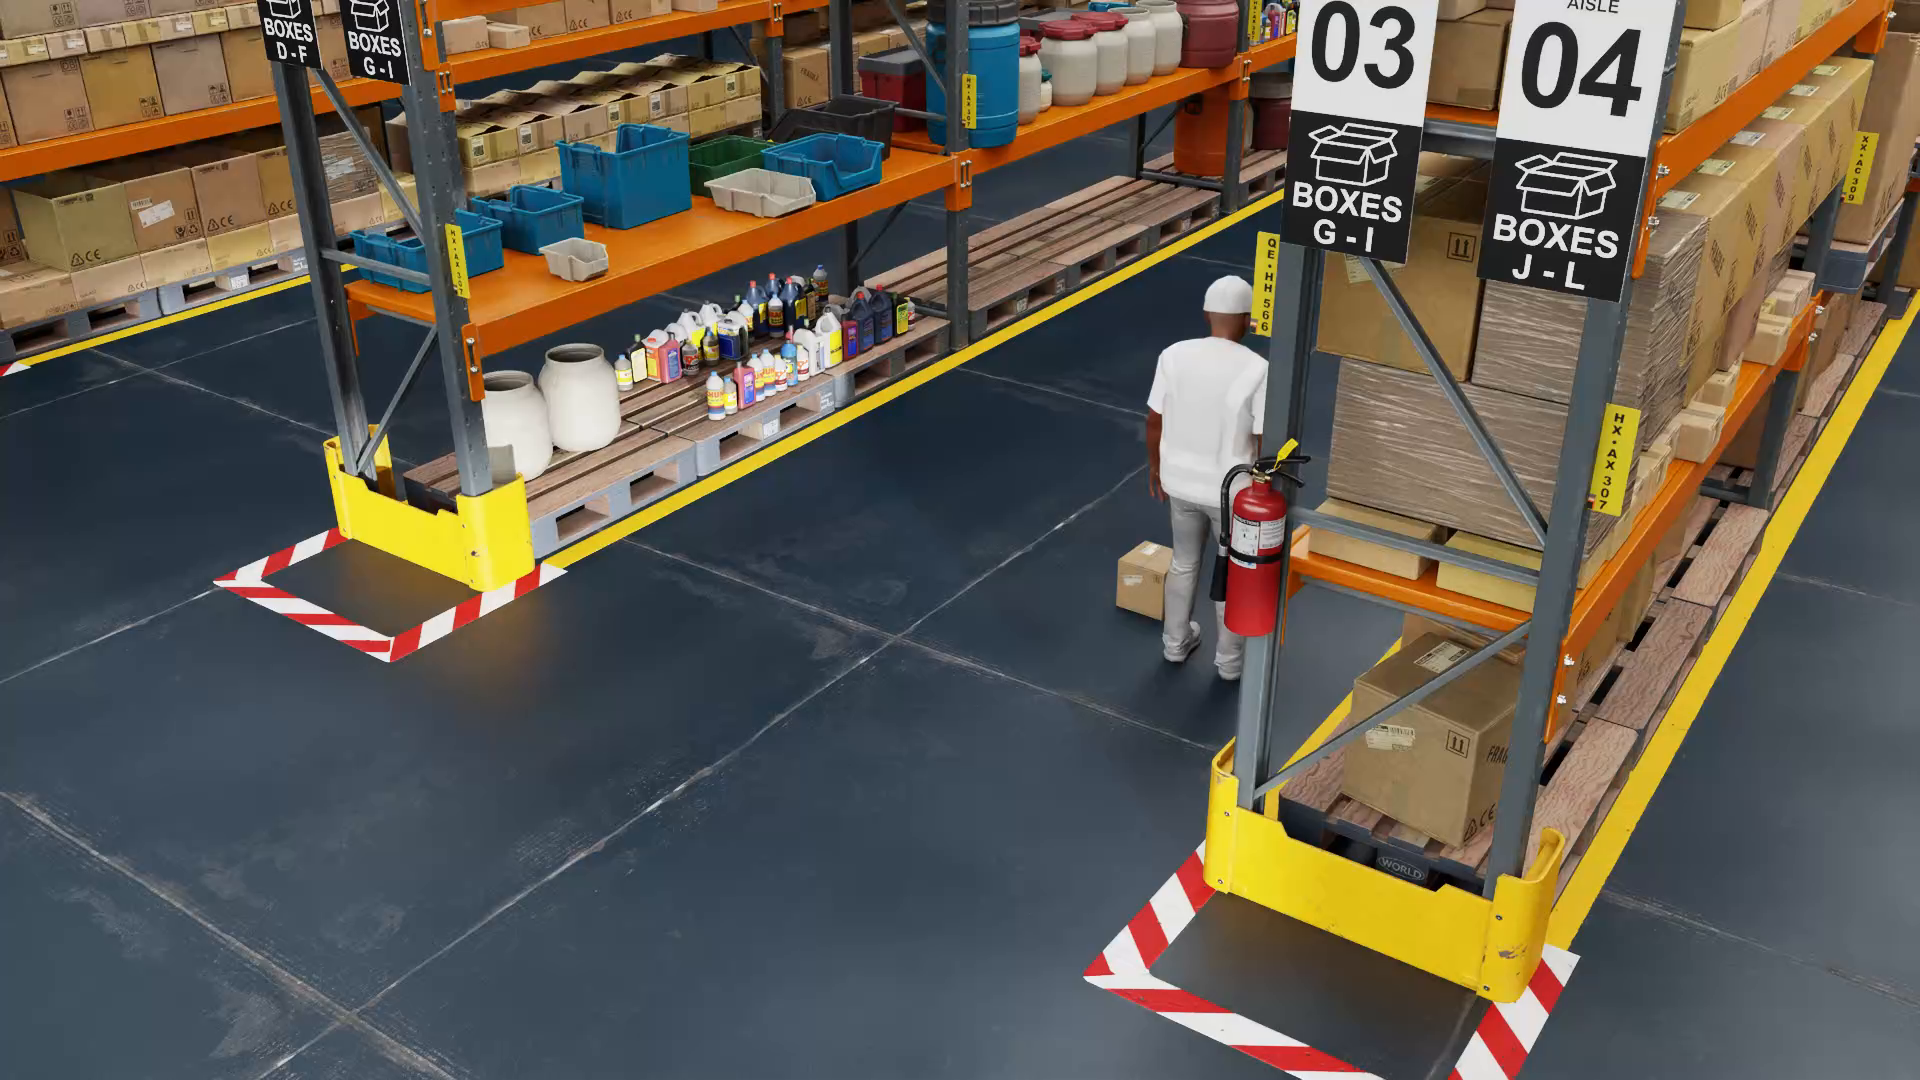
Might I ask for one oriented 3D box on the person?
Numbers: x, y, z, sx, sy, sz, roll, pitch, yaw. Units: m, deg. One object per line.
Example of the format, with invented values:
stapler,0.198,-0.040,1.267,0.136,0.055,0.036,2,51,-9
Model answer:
person,1.092,-0.260,7.113,0.631,1.759,0.461,17,32,30
